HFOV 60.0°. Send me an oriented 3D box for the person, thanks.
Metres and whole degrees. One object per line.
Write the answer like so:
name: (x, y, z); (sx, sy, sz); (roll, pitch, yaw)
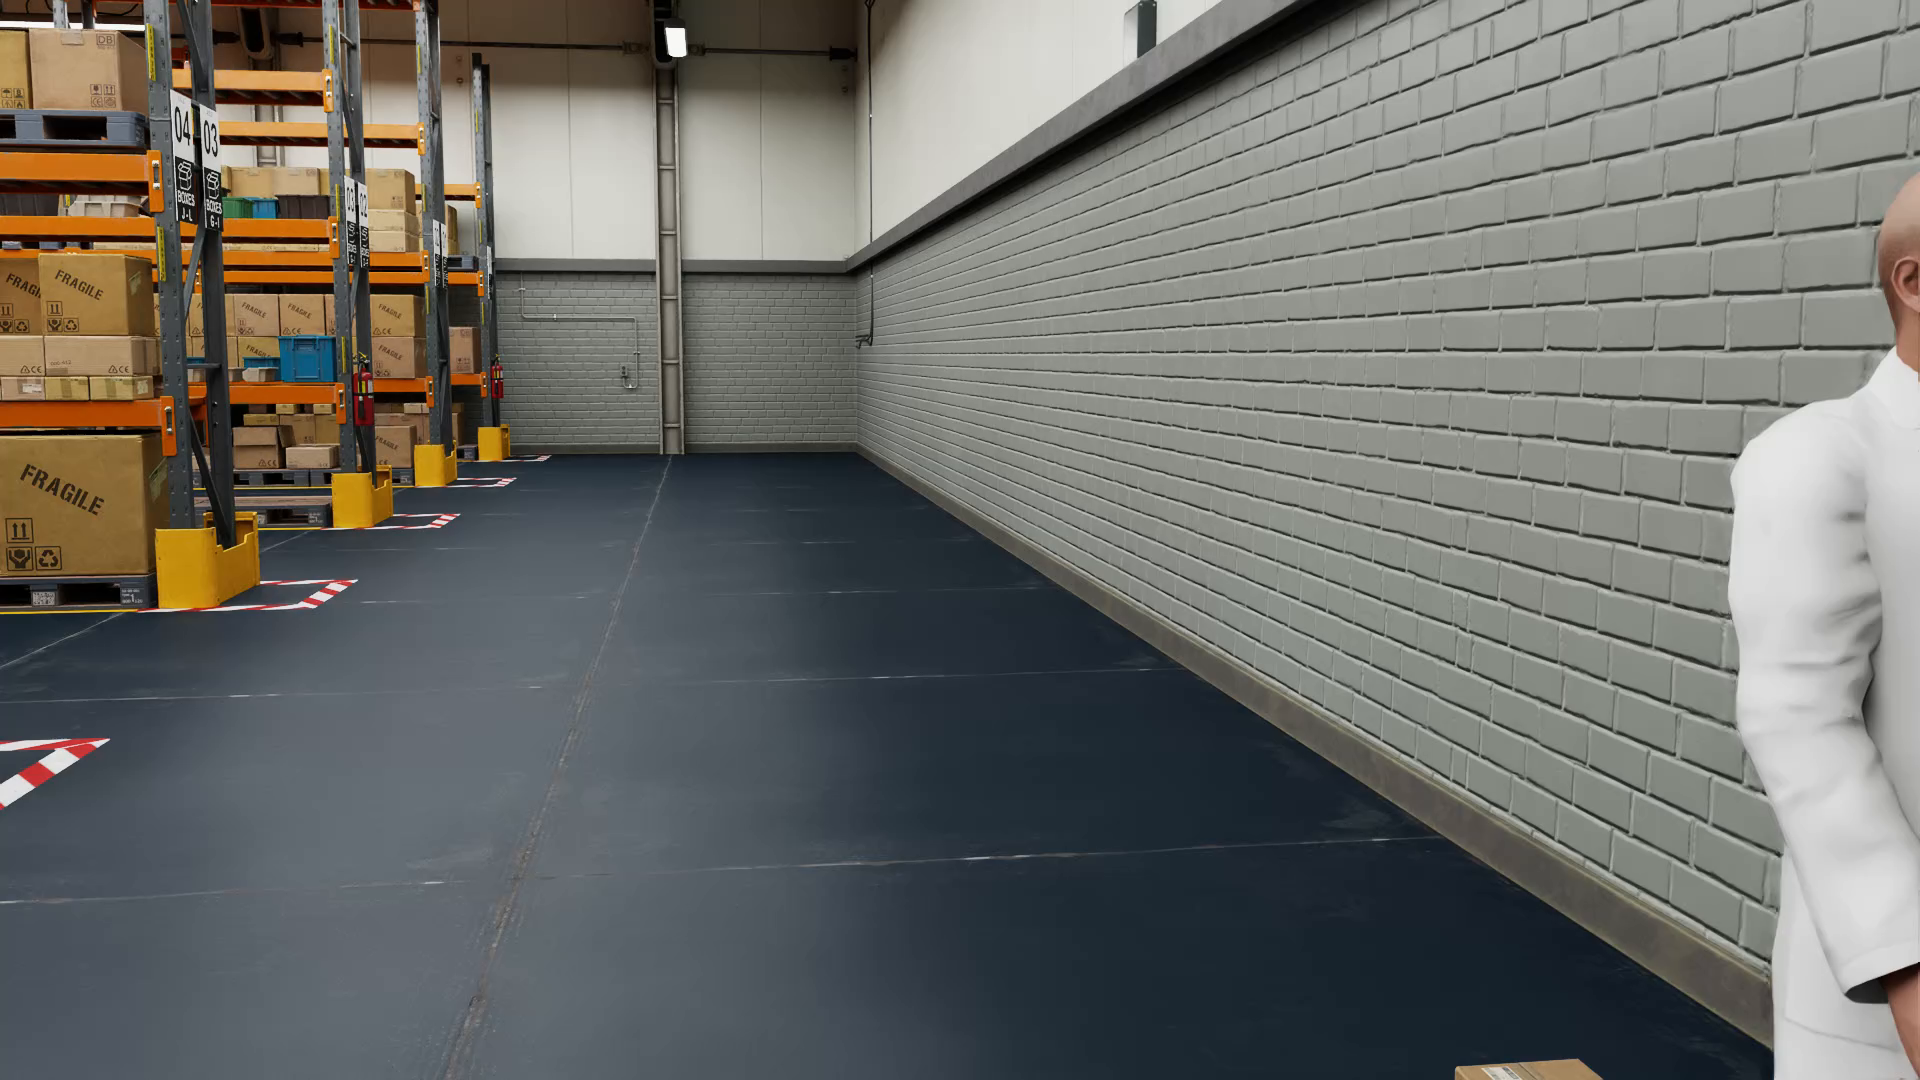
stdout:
person: (1.142, 0.502, 1.786); (0.599, 1.829, 0.504); (-2, 7, -14)
